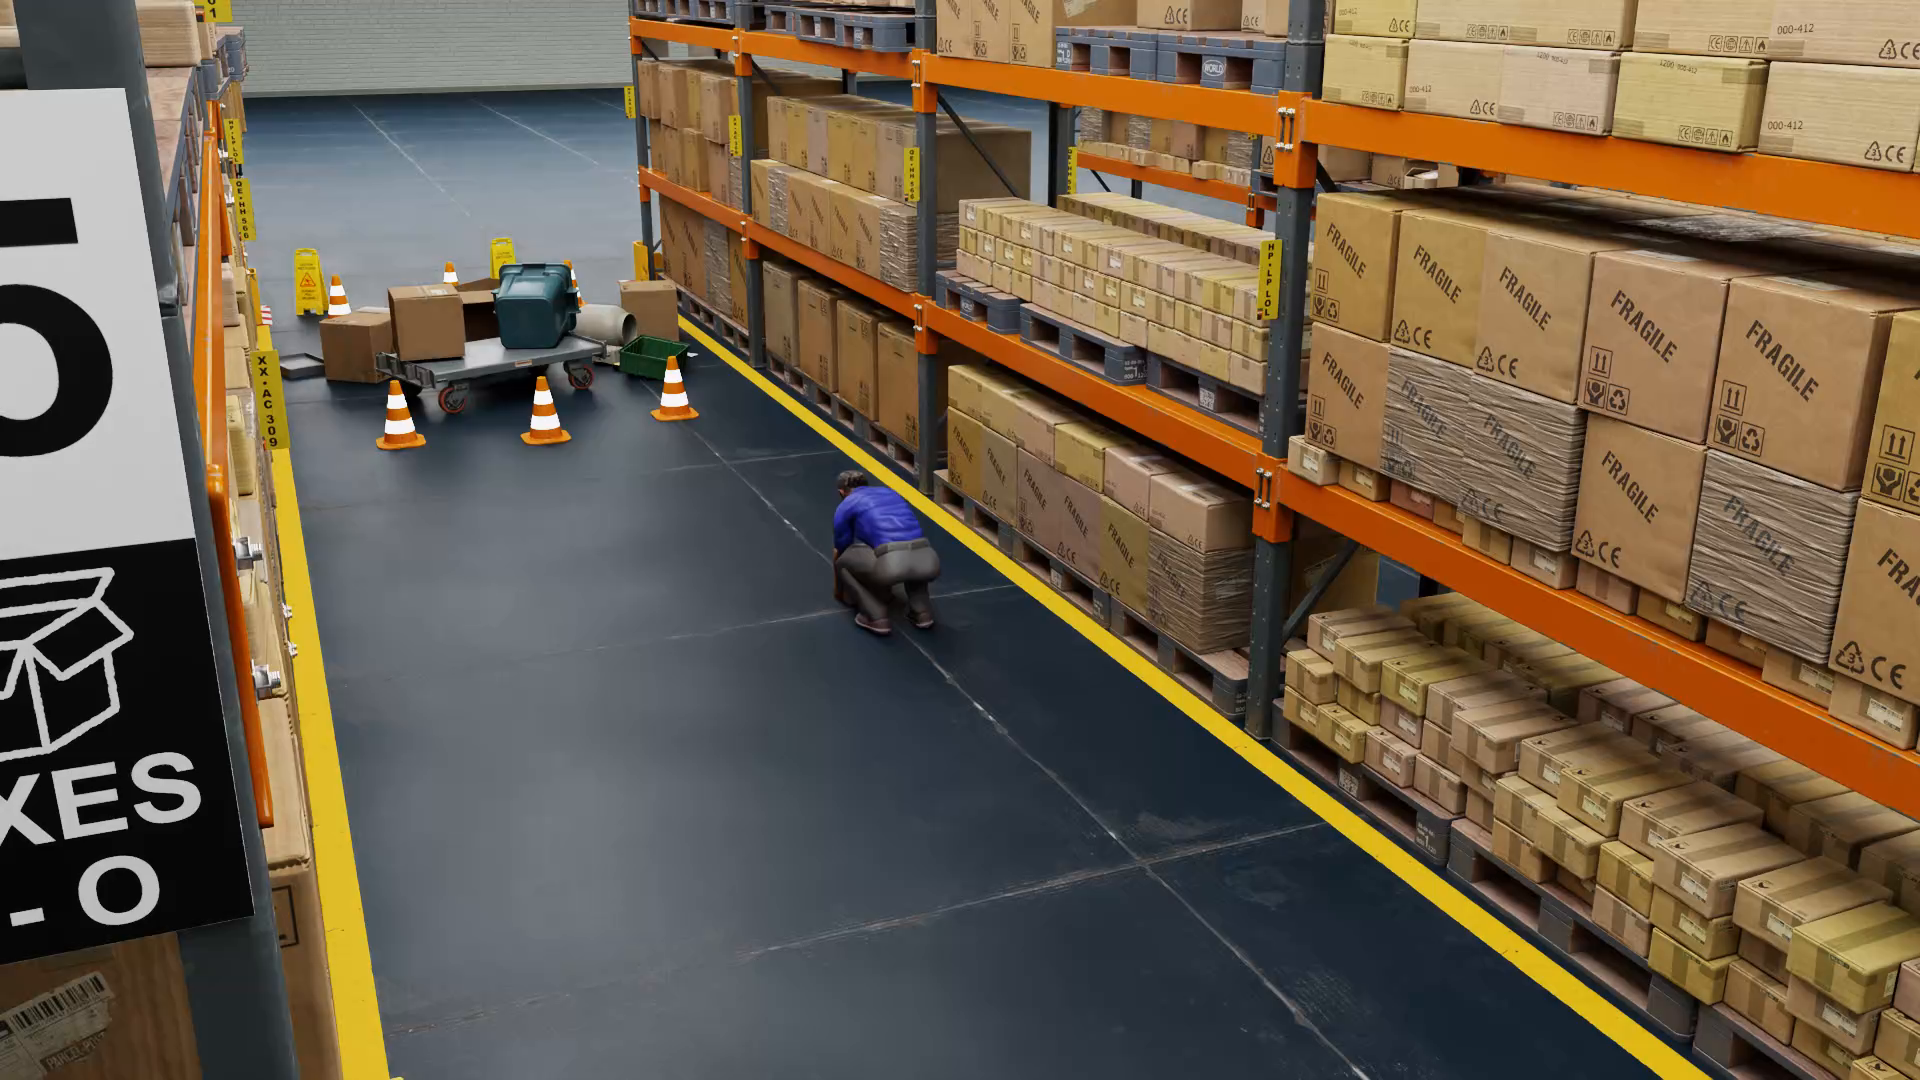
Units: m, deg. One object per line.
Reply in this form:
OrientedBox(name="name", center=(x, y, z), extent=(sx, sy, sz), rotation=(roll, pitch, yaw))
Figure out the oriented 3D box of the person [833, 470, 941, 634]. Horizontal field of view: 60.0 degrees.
OrientedBox(name="person", center=(-0.411, 0.086, 8.841), extent=(0.474, 0.817, 0.830), rotation=(-8, 21, -23))
